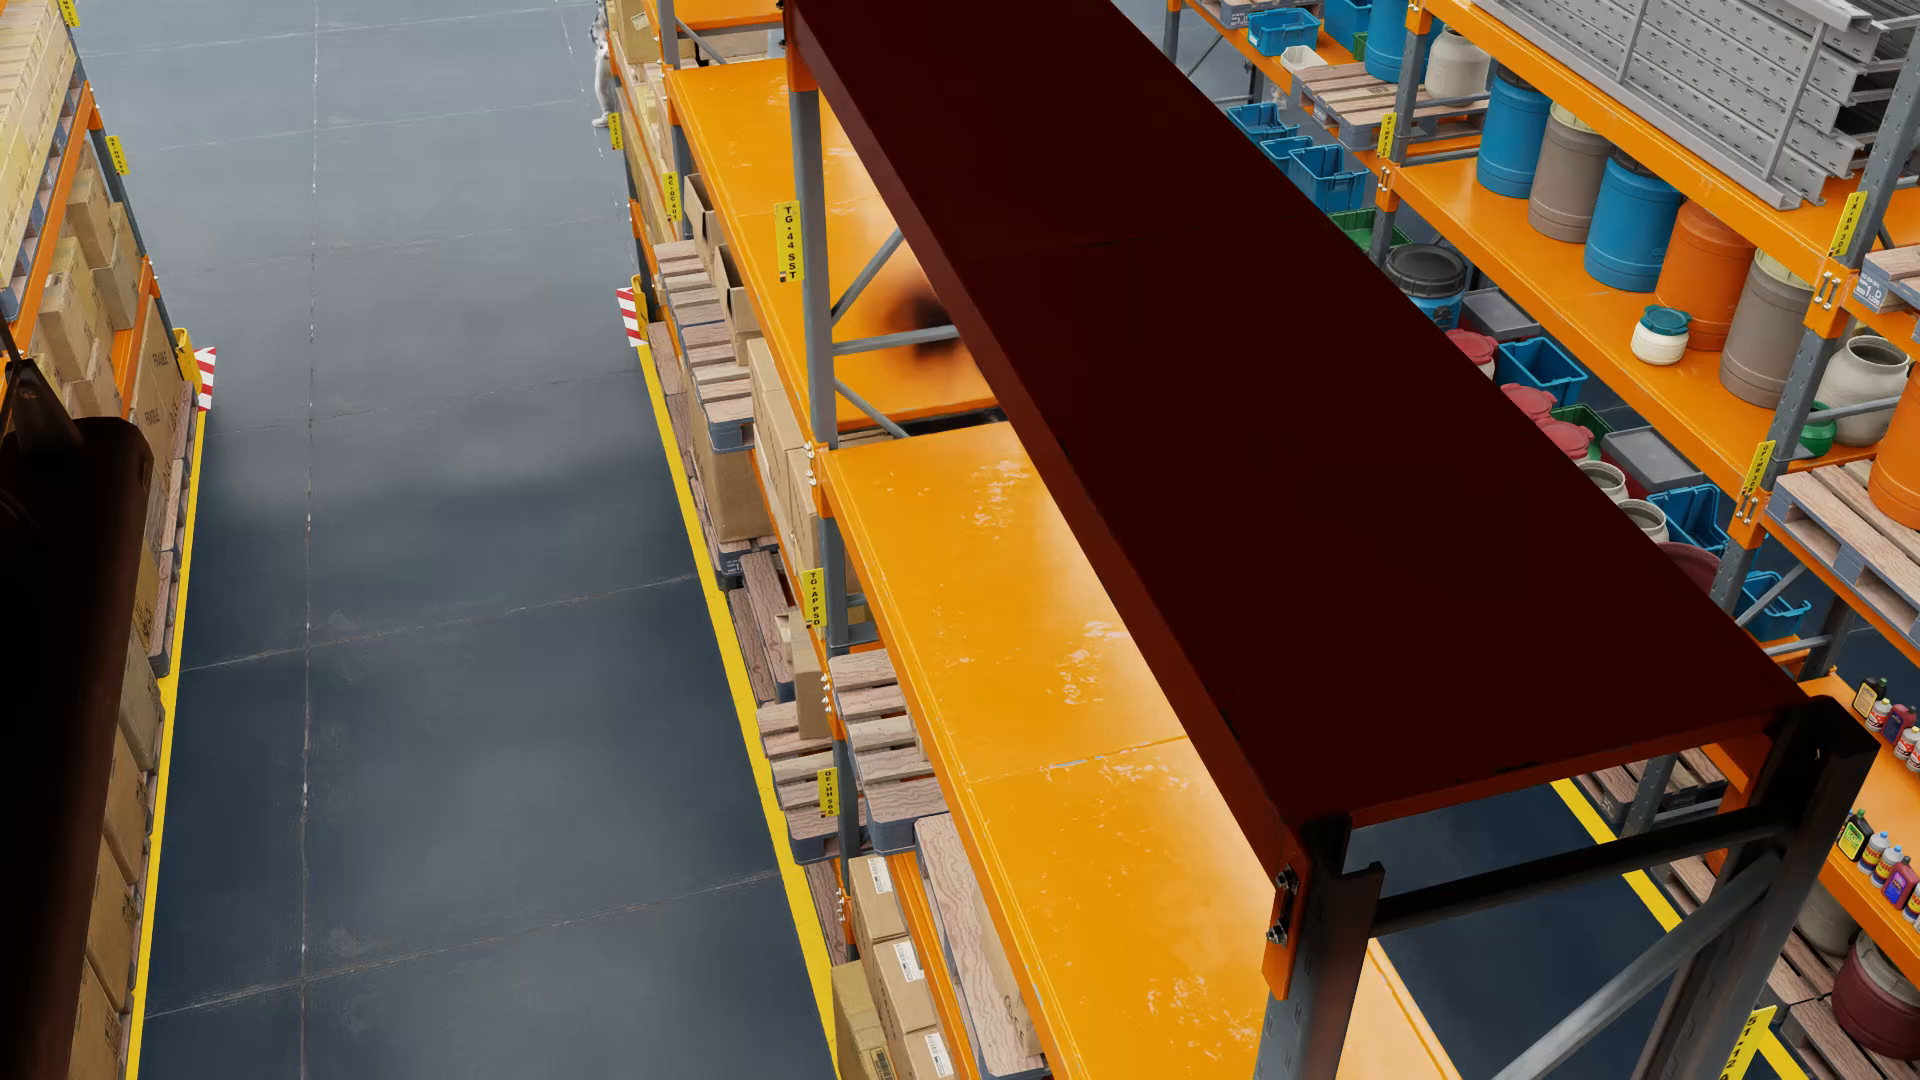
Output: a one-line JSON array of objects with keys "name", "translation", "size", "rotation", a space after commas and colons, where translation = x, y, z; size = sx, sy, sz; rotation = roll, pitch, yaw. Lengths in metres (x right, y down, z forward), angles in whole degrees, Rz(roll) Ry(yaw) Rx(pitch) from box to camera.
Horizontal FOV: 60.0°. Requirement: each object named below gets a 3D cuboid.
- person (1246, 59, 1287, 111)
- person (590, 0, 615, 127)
[{"name": "person", "translation": [3.447, -5.633, 18.550], "size": [0.649, 1.725, 0.732], "rotation": [3, 39, 4]}, {"name": "person", "translation": [-3.752, -5.298, 18.179], "size": [0.795, 1.682, 0.627], "rotation": [7, 39, 8]}]
